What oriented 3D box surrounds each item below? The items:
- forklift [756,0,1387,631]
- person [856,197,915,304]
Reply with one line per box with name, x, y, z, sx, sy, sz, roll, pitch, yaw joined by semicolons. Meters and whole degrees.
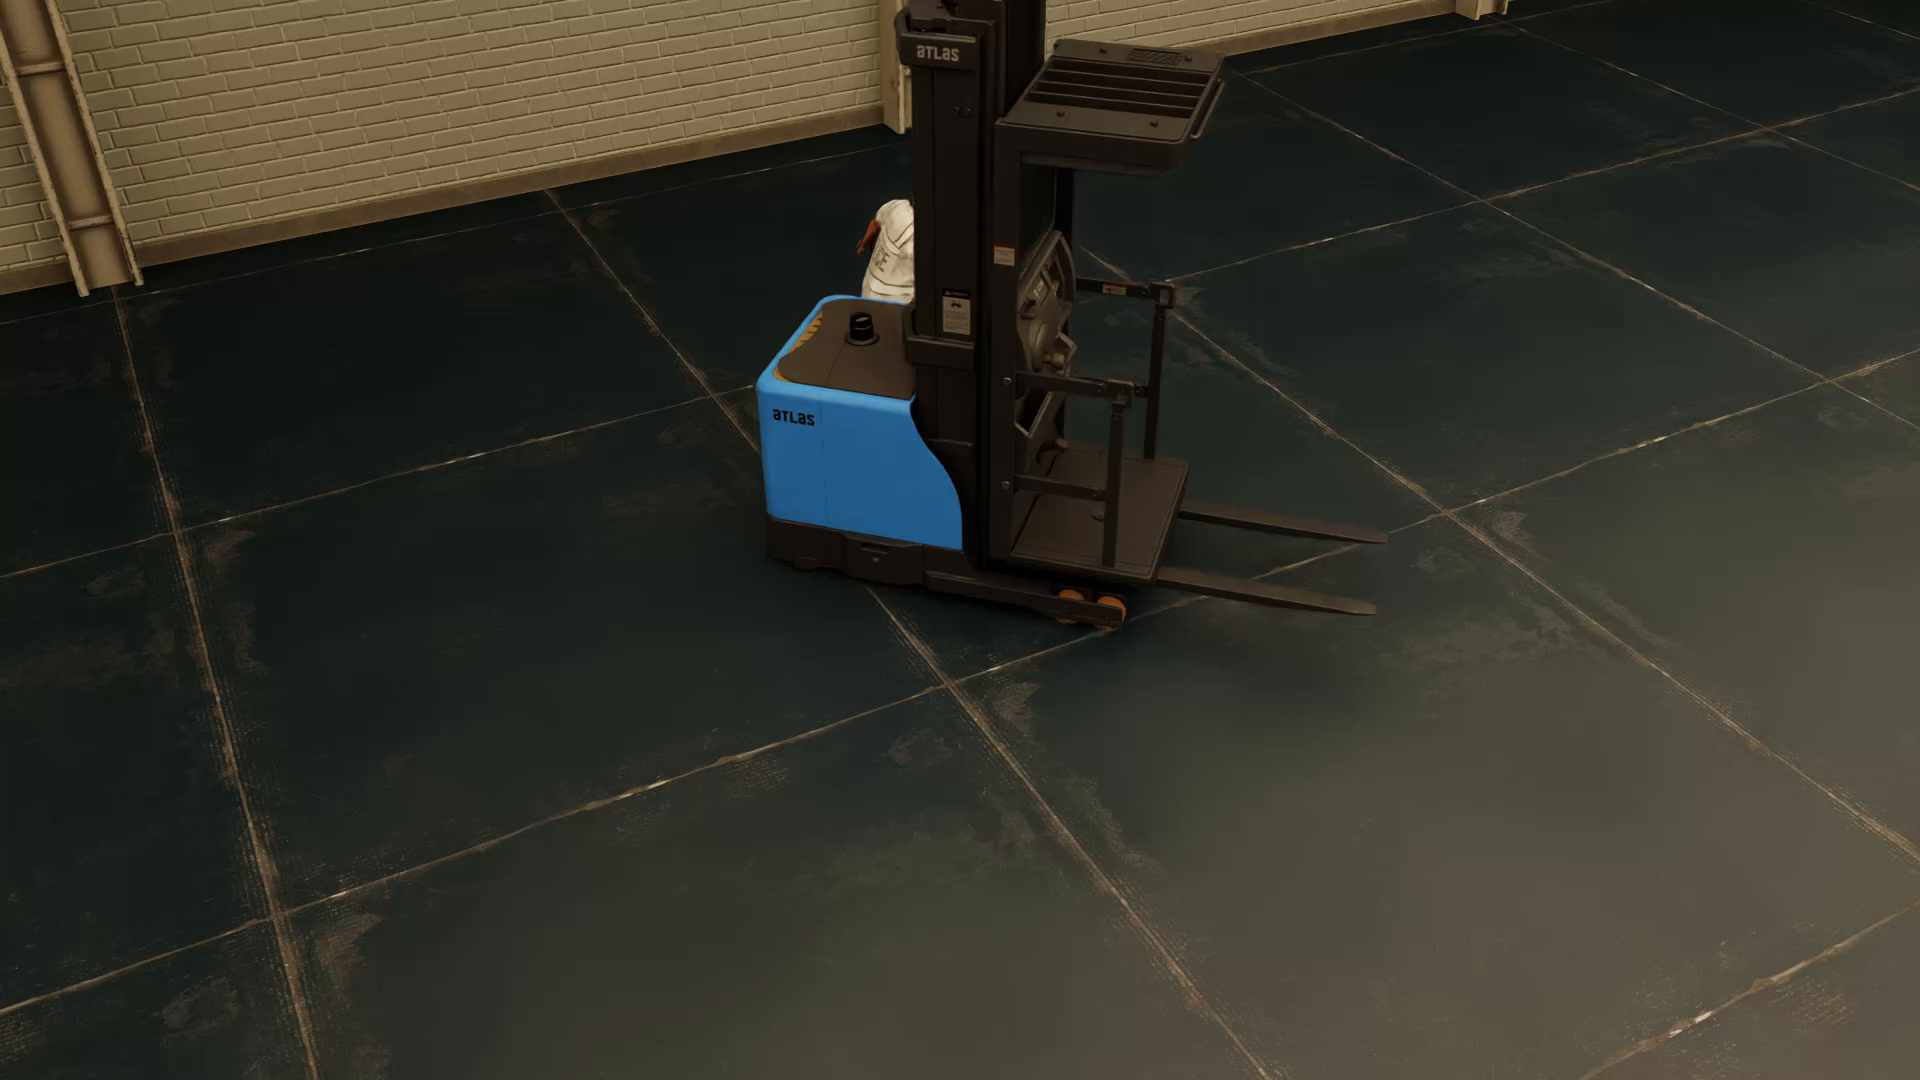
forklift;0.588;-1.100;7.679;3.031;2.935;1.130;10;36;13
person;-0.105;-1.464;9.612;0.925;1.420;0.960;-5;36;-8
